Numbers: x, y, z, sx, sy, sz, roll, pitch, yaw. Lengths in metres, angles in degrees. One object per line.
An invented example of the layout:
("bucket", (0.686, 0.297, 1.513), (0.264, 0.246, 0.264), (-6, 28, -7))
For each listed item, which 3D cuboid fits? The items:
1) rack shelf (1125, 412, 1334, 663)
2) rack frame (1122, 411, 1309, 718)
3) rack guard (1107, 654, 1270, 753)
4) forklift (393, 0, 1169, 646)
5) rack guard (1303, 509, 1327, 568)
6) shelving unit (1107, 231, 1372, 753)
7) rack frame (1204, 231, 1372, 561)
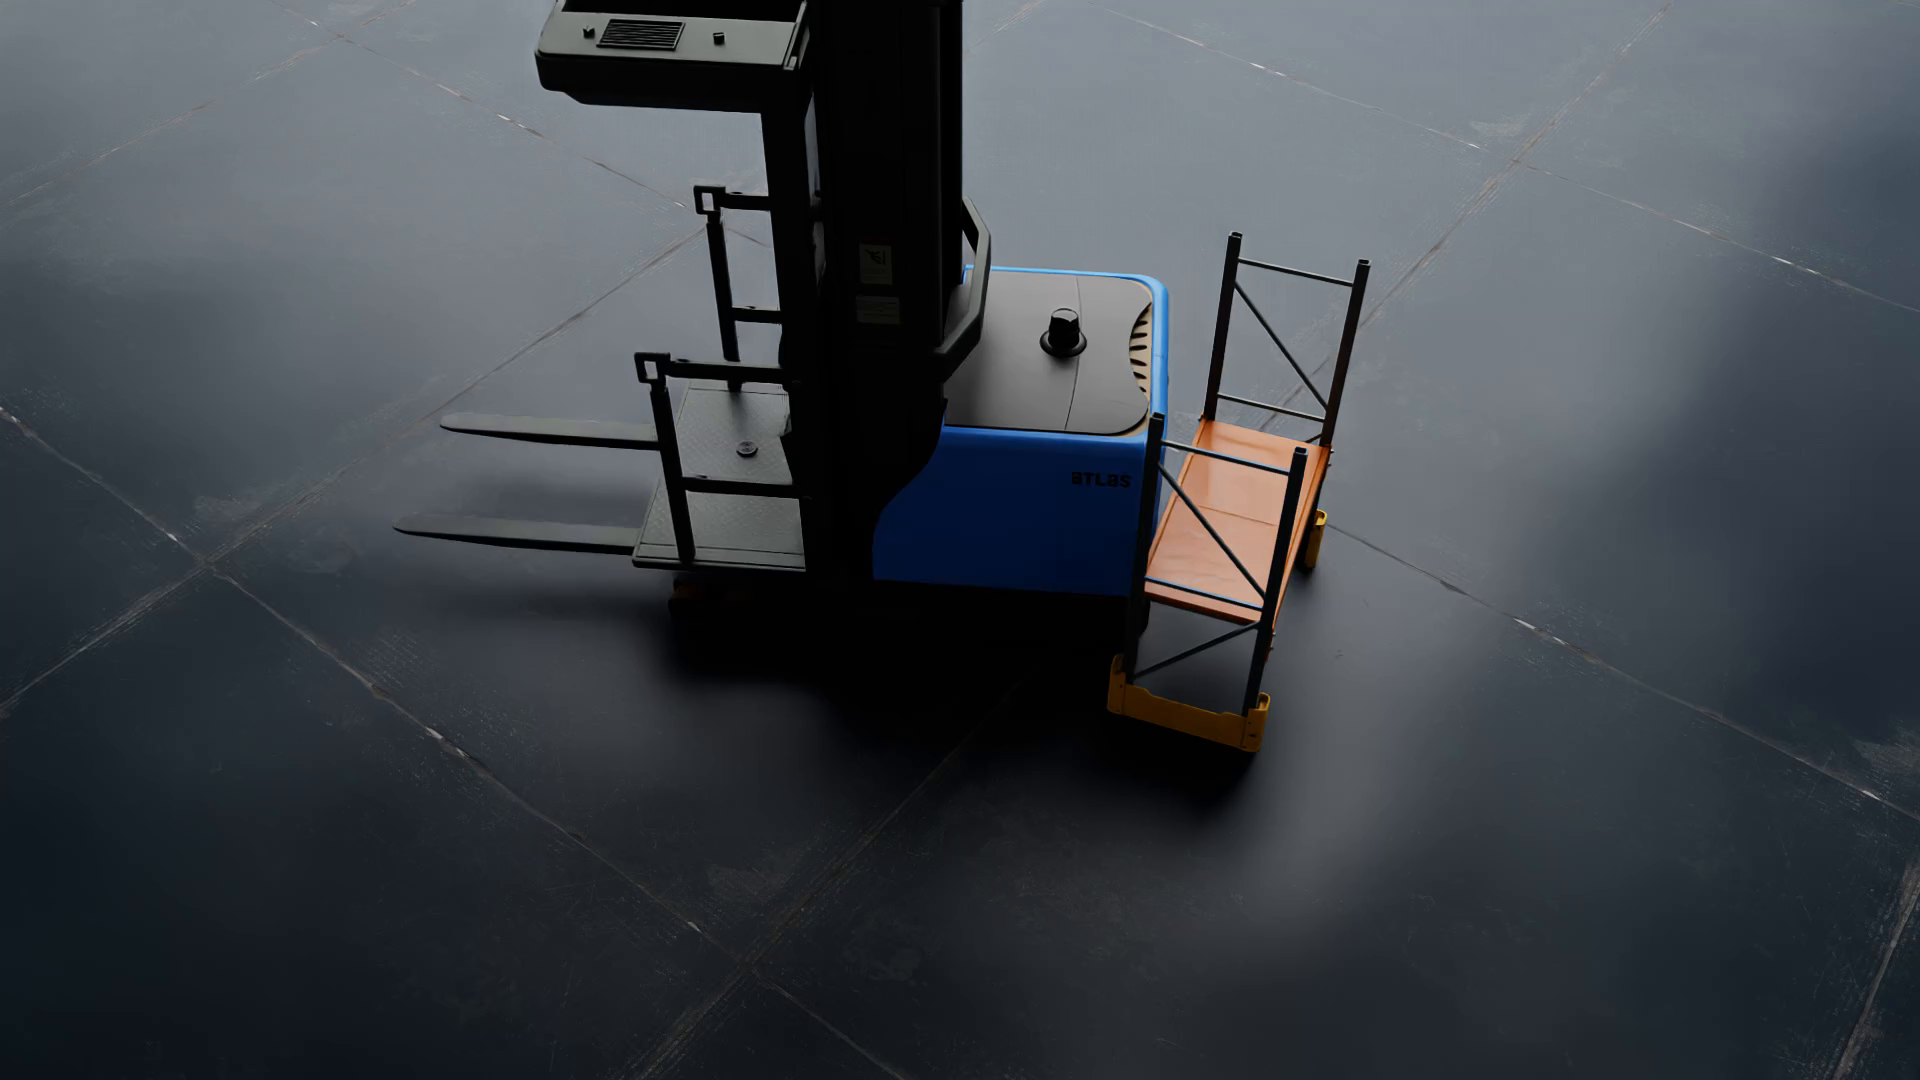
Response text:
("rack shelf", (1.011, -0.034, 6.159), (0.538, 0.185, 1.000), (15, 48, 14))
("rack frame", (0.833, 0.186, 5.700), (0.500, 1.500, 0.032), (15, 48, 14))
("rack guard", (0.840, 0.605, 6.164), (0.587, 0.250, 0.087), (15, 48, 14))
("forklift", (-0.734, -1.045, 5.886), (3.031, 2.935, 1.130), (4, 46, 4))
("rack guard", (1.187, -0.070, 6.809), (0.587, 0.250, 0.087), (15, 48, 14))
("shelving unit", (1.014, -0.165, 6.035), (0.587, 1.500, 1.083), (15, 48, 14))
("rack frame", (1.188, -0.503, 6.358), (0.500, 1.500, 0.032), (15, 48, 14))
